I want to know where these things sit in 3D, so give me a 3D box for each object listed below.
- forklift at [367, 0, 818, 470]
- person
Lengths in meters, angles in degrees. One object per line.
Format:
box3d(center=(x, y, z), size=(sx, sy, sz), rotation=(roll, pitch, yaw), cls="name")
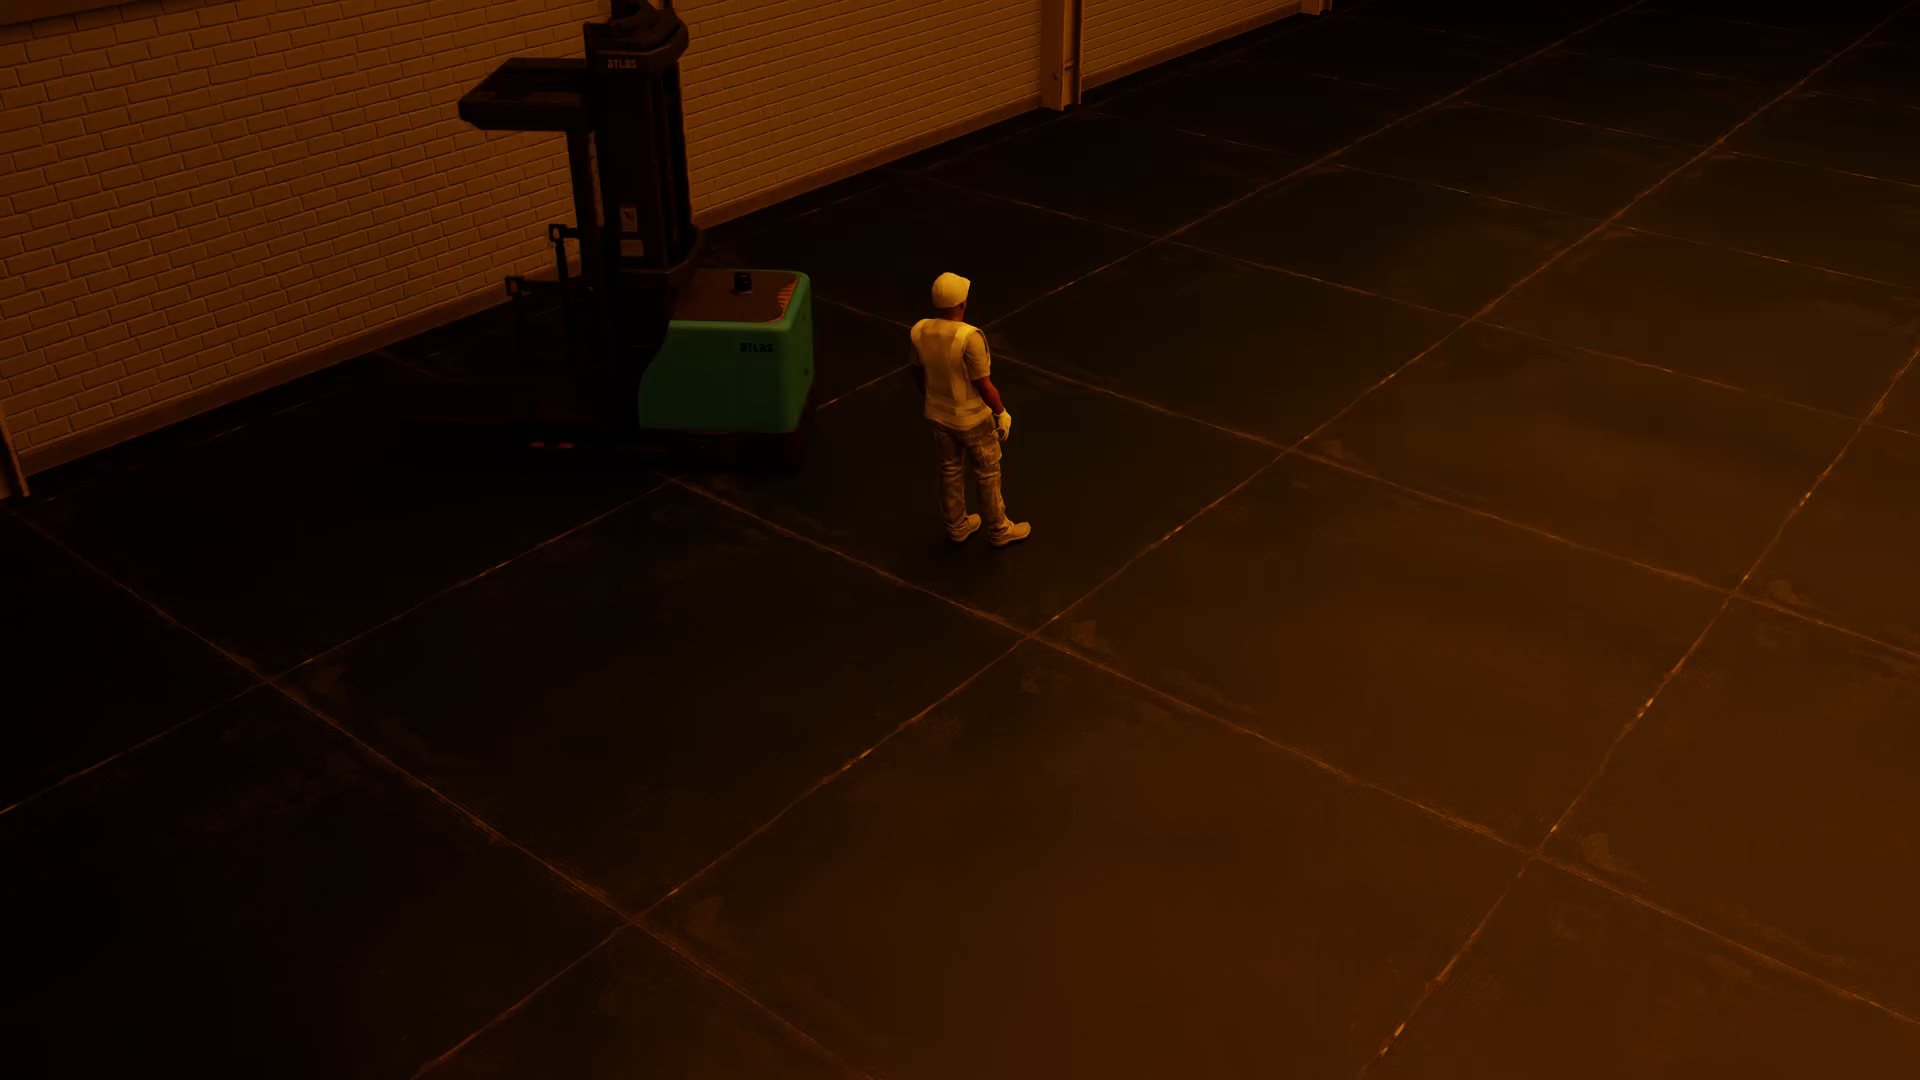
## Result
box3d(center=(-2.568, -2.025, 11.061), size=(3.031, 2.935, 1.130), rotation=(2, 30, 3), cls="forklift")
box3d(center=(0.052, -0.801, 10.089), size=(0.656, 1.782, 0.577), rotation=(22, 37, 33), cls="person")
